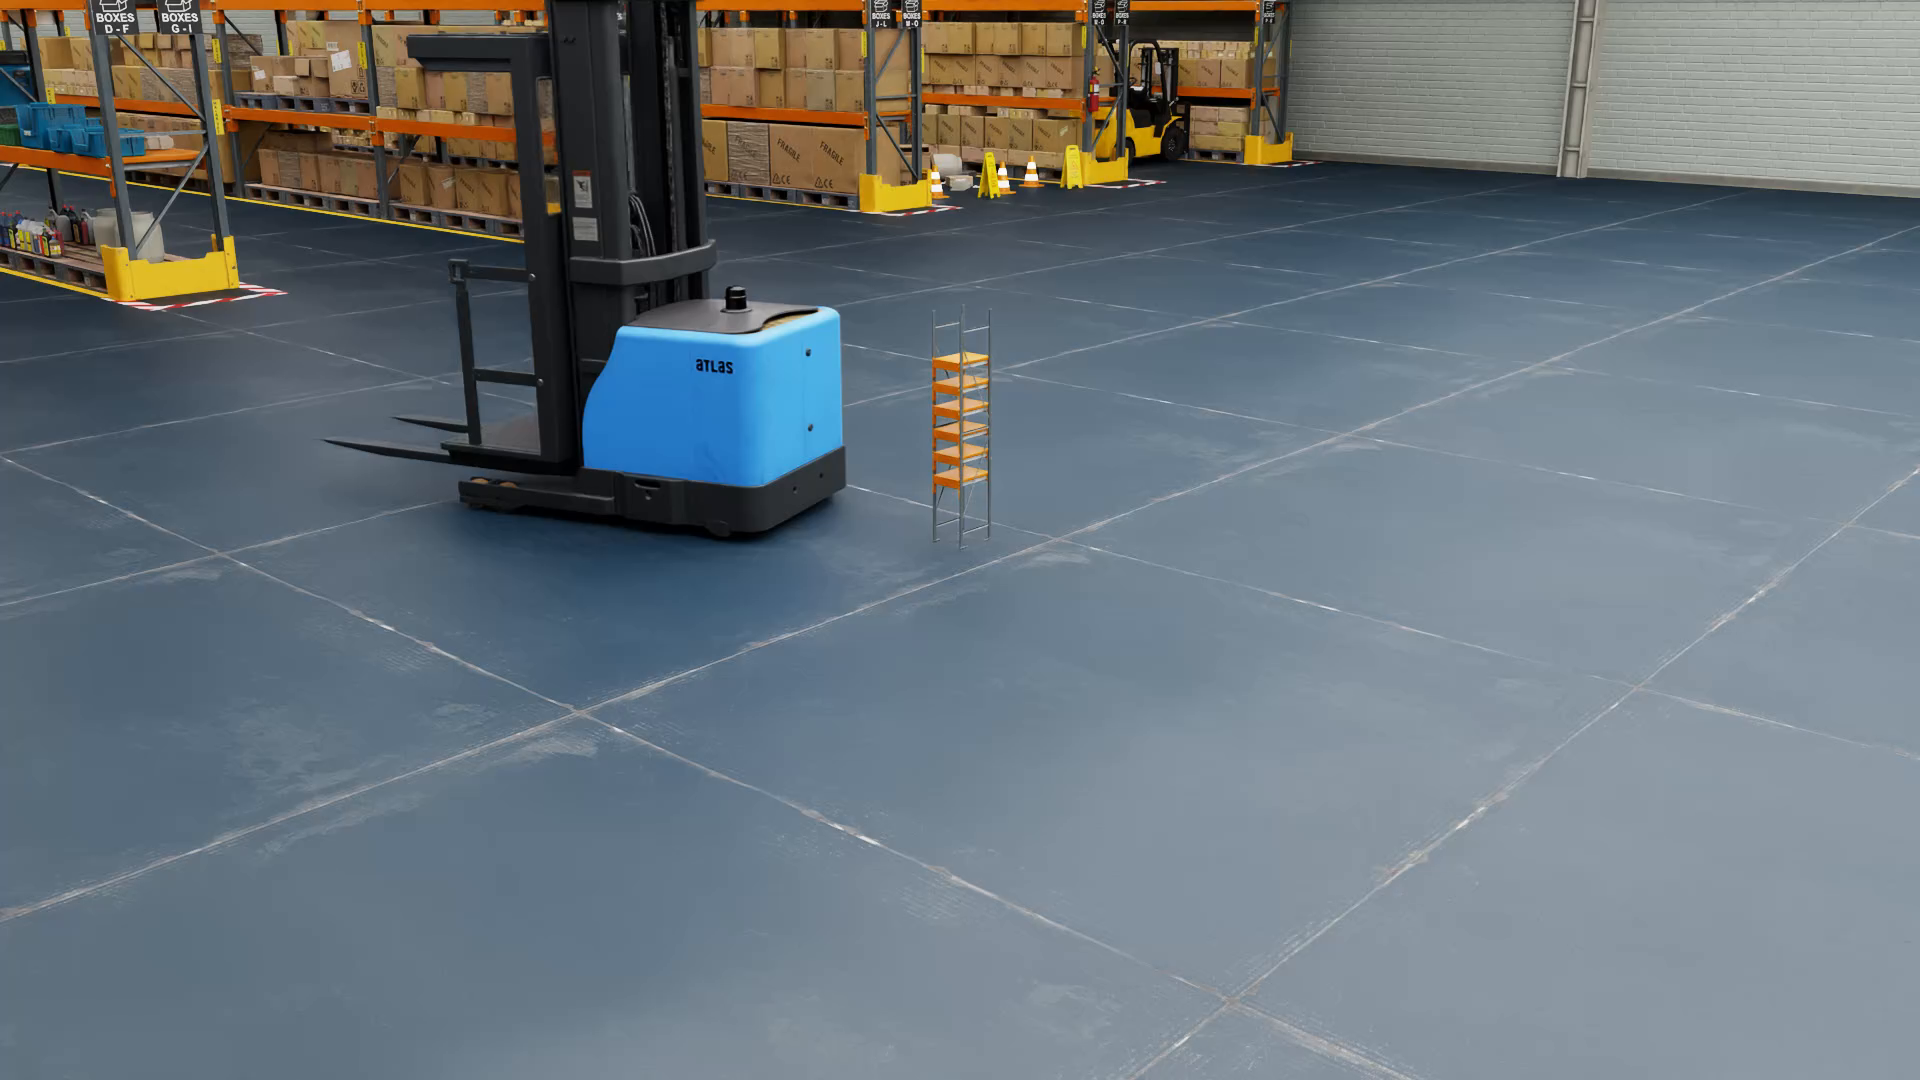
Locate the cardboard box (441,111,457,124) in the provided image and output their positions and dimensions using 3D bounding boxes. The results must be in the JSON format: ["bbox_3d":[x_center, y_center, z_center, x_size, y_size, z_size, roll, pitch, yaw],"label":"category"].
[{"bbox_3d":[-6.174,-5.232,20.555,0.250,0.149,0.380,15,23,39],"label":"cardboard box"}]

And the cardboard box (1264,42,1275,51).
[{"bbox_3d":[5.487,-8.939,30.089,0.250,0.149,0.380,14,23,38],"label":"cardboard box"}]

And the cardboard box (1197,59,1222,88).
[{"bbox_3d":[4.672,-8.517,30.326,0.500,0.500,0.500,16,24,41],"label":"cardboard box"}]

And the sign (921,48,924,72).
[{"bbox_3d":[-0.533,-6.635,22.997,0.005,0.325,0.100,15,23,39],"label":"sign"}]

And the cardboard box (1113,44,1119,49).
[{"bbox_3d":[3.098,-9.414,31.585,0.250,0.149,0.380,14,23,38],"label":"cardboard box"}]

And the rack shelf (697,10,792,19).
[{"bbox_3d":[-4.875,-12.222,38.394,4.000,0.370,1.077,15,23,39],"label":"rack shelf"}]

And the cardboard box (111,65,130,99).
[{"bbox_3d":[-13.071,-7.266,26.384,0.500,0.500,0.500,15,23,39],"label":"cardboard box"}]

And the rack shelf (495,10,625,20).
[{"bbox_3d":[-8.167,-11.098,34.853,4.000,0.370,1.077,15,23,39],"label":"rack shelf"}]

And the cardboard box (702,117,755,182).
[{"bbox_3d":[-3.474,-5.909,25.089,0.875,0.875,0.875,15,23,40],"label":"cardboard box"}]

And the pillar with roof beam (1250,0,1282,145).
[{"bbox_3d":[2.816,-10.553,26.989,0.400,9.000,9.100,15,23,39],"label":"pillar with roof beam"}]

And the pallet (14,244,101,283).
[{"bbox_3d":[-9.162,-2.922,17.471,1.213,0.211,1.003,15,23,39],"label":"pallet"}]

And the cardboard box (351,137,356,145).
[{"bbox_3d":[-11.325,-7.588,31.581,0.250,0.149,0.380,16,23,40],"label":"cardboard box"}]

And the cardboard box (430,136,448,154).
[{"bbox_3d":[-9.108,-7.164,29.665,0.500,0.500,0.500,16,24,42],"label":"cardboard box"}]

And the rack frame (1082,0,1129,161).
[{"bbox_3d":[2.304,-7.200,26.341,0.127,3.000,1.000,15,23,39],"label":"rack frame"}]

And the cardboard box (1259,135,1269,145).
[{"bbox_3d":[5.359,-7.357,30.685,0.500,0.250,0.500,15,23,39],"label":"cardboard box"}]

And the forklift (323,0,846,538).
[{"bbox_3d":[-2.203,-1.683,9.068,3.031,2.935,1.130,7,19,22],"label":"forklift"}]

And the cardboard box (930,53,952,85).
[{"bbox_3d":[-0.153,-7.946,28.033,0.500,0.500,0.500,15,23,39],"label":"cardboard box"}]

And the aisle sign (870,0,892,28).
[{"bbox_3d":[-1.052,-7.217,22.096,0.004,0.787,0.394,15,23,39],"label":"aisle sign"}]

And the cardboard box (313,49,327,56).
[{"bbox_3d":[-11.945,-9.107,31.690,0.500,0.500,0.500,15,23,40],"label":"cardboard box"}]

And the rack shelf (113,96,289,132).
[{"bbox_3d":[-11.753,-6.623,25.712,4.000,0.370,1.077,15,23,39],"label":"rack shelf"}]

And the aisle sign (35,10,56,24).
[{"bbox_3d":[-16.096,-9.492,29.265,0.004,0.787,0.394,15,23,39],"label":"aisle sign"}]

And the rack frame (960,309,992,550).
[{"bbox_3d":[0.079,-0.551,8.363,0.006,1.200,0.240,15,23,39],"label":"rack frame"}]

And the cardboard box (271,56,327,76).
[{"bbox_3d":[-9.343,-6.624,23.664,0.700,0.500,0.500,-14,22,-38],"label":"cardboard box"}]

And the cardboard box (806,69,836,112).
[{"bbox_3d":[-1.639,-6.301,23.260,0.550,0.550,0.875,15,23,39],"label":"cardboard box"}]

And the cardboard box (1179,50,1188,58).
[{"bbox_3d":[4.175,-8.939,30.583,0.250,0.149,0.380,15,23,40],"label":"cardboard box"}]

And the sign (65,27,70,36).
[{"bbox_3d":[-15.870,-8.956,29.566,0.005,0.325,0.100,15,23,39],"label":"sign"}]

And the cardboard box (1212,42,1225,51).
[{"bbox_3d":[4.770,-8.936,30.080,0.250,0.149,0.380,16,23,40],"label":"cardboard box"}]

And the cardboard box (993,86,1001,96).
[{"bbox_3d":[0.752,-7.419,27.444,0.250,0.149,0.380,15,23,39],"label":"cardboard box"}]

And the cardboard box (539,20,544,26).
[{"bbox_3d":[-8.621,-10.849,34.946,0.250,0.149,0.380,15,23,40],"label":"cardboard box"}]

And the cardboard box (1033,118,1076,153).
[{"bbox_3d":[1.532,-6.549,26.901,0.500,0.500,0.500,15,23,40],"label":"cardboard box"}]

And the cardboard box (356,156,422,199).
[{"bbox_3d":[-7.711,-4.908,22.522,0.500,0.500,0.700,13,22,35],"label":"cardboard box"}]

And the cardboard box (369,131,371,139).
[{"bbox_3d":[-10.751,-7.545,30.955,0.250,0.149,0.380,14,22,37],"label":"cardboard box"}]

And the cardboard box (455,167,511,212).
[{"bbox_3d":[-6.043,-4.461,21.146,0.500,0.500,0.500,13,22,34],"label":"cardboard box"}]

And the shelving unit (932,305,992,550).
[{"bbox_3d":[0.011,-0.569,8.421,0.189,1.200,0.258,15,23,39],"label":"shelving unit"}]

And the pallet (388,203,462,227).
[{"bbox_3d":[-6.740,-4.305,21.829,1.213,0.211,1.003,15,23,39],"label":"pallet"}]

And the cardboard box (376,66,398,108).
[{"bbox_3d":[-6.970,-5.846,21.418,0.500,0.500,0.875,15,23,39],"label":"cardboard box"}]

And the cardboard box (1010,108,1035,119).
[{"bbox_3d":[1.027,-6.968,27.149,0.250,0.149,0.380,16,23,40],"label":"cardboard box"}]

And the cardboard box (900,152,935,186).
[{"bbox_3d":[-0.690,-5.790,26.025,0.637,0.503,0.797,0,18,2],"label":"cardboard box"}]

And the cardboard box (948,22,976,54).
[{"bbox_3d":[0.223,-8.318,27.552,0.500,0.500,0.700,14,23,38],"label":"cardboard box"}]

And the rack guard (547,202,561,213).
[{"bbox_3d":[-4.331,-3.782,19.702,0.348,0.500,1.175,15,23,39],"label":"rack guard"}]

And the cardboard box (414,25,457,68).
[{"bbox_3d":[-6.349,-6.079,20.498,0.500,0.500,0.500,15,23,39],"label":"cardboard box"}]

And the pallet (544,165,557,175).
[{"bbox_3d":[-6.350,-6.162,27.679,1.213,0.211,1.003,15,23,39],"label":"pallet"}]

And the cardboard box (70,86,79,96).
[{"bbox_3d":[-14.465,-7.442,27.516,0.250,0.149,0.380,16,23,40],"label":"cardboard box"}]

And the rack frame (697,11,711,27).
[{"bbox_3d":[-6.371,-11.537,40.005,0.127,3.000,1.000,15,23,39],"label":"rack frame"}]

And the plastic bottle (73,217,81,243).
[{"bbox_3d":[-9.544,-3.360,18.003,0.133,0.283,0.061,15,23,39],"label":"plastic bottle"}]

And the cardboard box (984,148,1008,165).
[{"bbox_3d":[0.744,-6.401,27.674,0.500,0.250,0.500,14,22,37],"label":"cardboard box"}]

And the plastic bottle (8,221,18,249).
[{"bbox_3d":[-9.988,-3.219,17.560,0.133,0.283,0.061,16,24,42],"label":"plastic bottle"}]

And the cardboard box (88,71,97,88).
[{"bbox_3d":[-13.754,-7.467,26.938,0.500,0.250,0.500,14,23,38],"label":"cardboard box"}]

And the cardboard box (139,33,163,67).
[{"bbox_3d":[-12.260,-7.627,25.861,0.637,0.503,0.797,15,23,40],"label":"cardboard box"}]

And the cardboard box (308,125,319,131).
[{"bbox_3d":[-12.484,-8.025,32.466,0.250,0.149,0.380,15,23,39],"label":"cardboard box"}]

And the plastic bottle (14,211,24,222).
[{"bbox_3d":[-10.129,-3.365,17.906,0.185,0.351,0.144,15,23,39],"label":"plastic bottle"}]

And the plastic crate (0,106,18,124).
[{"bbox_3d":[-10.246,-4.477,17.863,0.504,0.338,0.767,15,23,39],"label":"plastic crate"}]
